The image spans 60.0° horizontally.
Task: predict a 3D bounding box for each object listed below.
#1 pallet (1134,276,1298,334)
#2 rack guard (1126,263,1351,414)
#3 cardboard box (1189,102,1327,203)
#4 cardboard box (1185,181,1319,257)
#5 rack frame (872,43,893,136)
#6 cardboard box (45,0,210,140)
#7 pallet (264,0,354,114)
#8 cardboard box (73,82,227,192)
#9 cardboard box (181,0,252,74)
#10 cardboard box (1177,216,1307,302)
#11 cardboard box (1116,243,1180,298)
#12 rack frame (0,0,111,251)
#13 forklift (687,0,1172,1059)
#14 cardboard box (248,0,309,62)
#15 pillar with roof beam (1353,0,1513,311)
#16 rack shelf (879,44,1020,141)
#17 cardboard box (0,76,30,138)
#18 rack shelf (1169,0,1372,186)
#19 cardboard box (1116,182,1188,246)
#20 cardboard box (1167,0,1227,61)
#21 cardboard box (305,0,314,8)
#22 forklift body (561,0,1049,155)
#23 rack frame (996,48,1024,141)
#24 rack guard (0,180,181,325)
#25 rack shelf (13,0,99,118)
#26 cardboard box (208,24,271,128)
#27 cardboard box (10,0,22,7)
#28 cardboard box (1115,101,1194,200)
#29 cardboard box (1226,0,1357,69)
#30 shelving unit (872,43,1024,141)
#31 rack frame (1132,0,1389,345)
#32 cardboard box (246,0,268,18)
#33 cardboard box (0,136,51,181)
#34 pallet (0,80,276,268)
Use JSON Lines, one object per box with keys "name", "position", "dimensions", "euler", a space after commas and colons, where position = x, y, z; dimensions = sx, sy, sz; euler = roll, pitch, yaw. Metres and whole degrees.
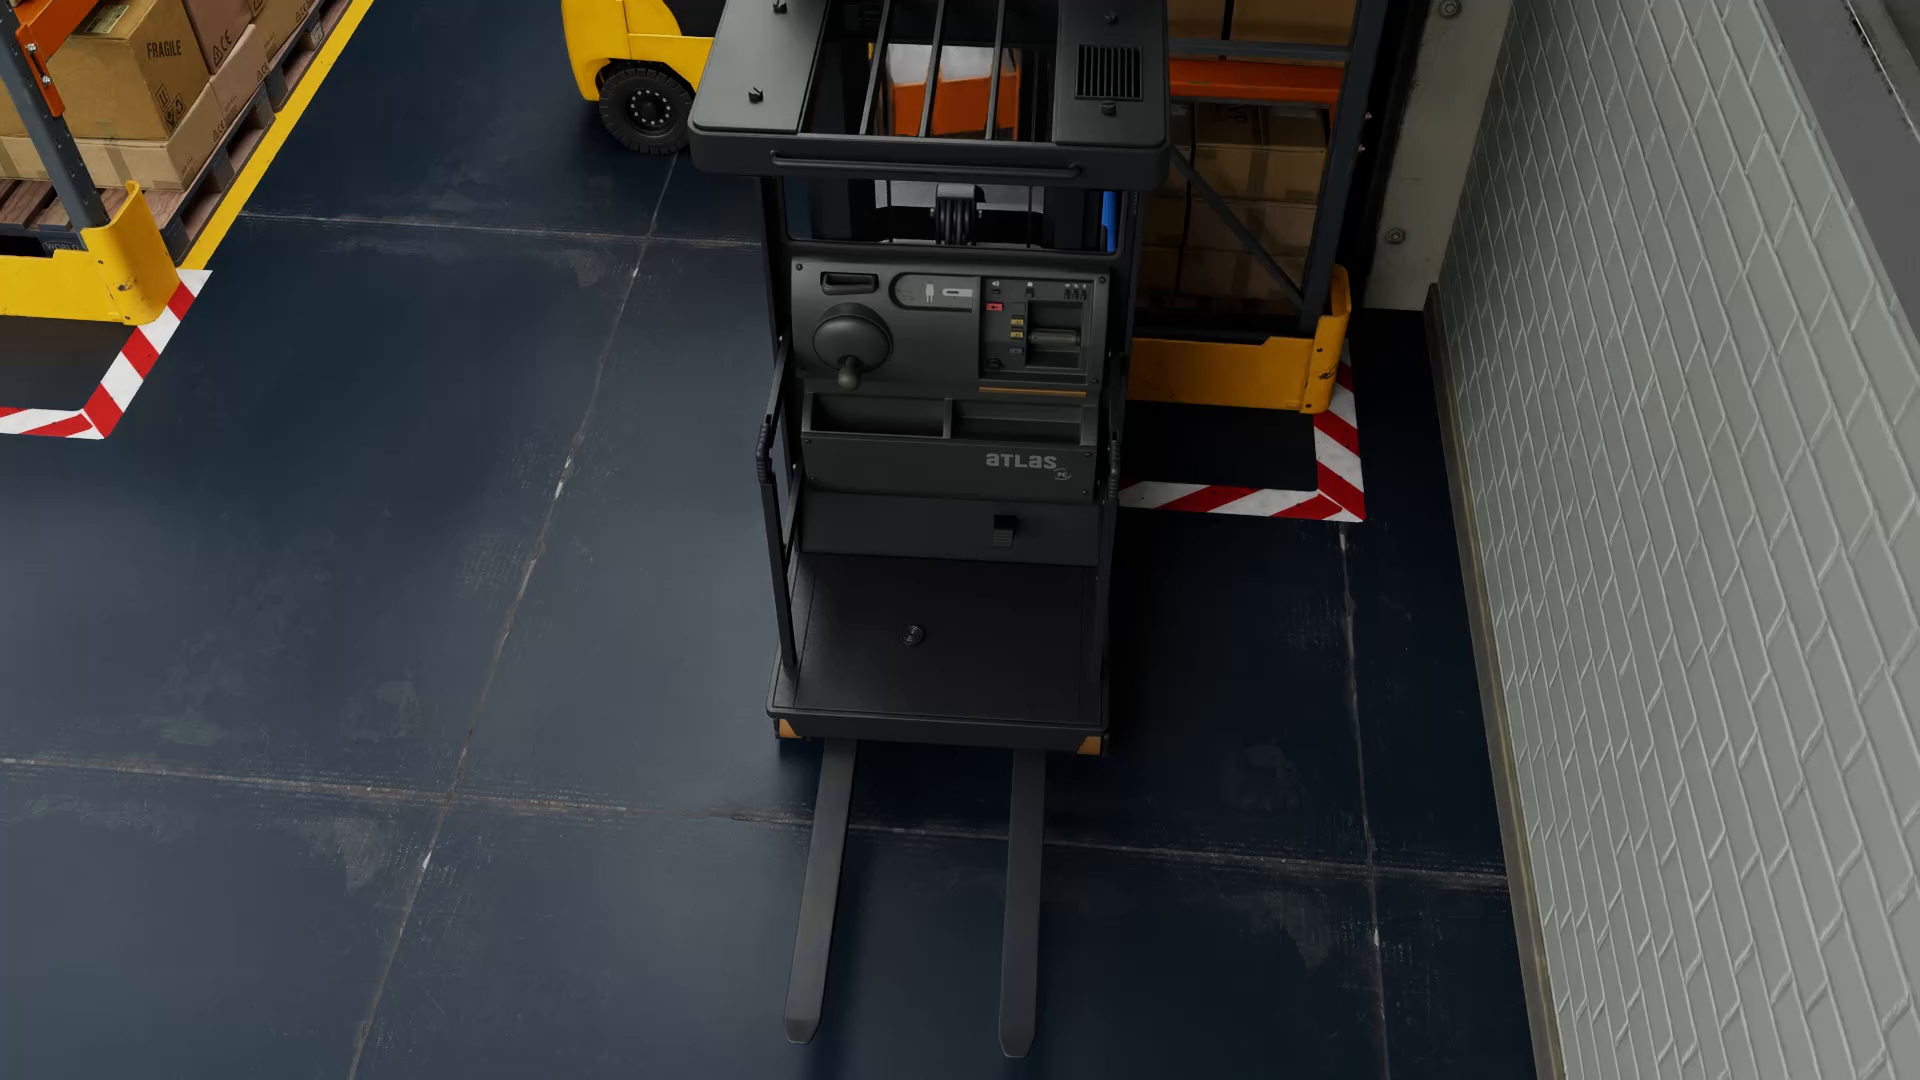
{"name": "pallet", "position": [0.960, -1.326, 7.319], "dimensions": [1.003, 0.211, 1.213], "euler": [4, 48, 4]}
{"name": "rack guard", "position": [0.930, -0.841, 6.680], "dimensions": [1.175, 0.500, 0.348], "euler": [4, 48, 4]}
{"name": "cardboard box", "position": [1.164, -1.594, 6.576], "dimensions": [0.500, 0.250, 0.500], "euler": [3, 48, 3]}
{"name": "cardboard box", "position": [1.182, -1.416, 6.752], "dimensions": [0.500, 0.250, 0.500], "euler": [5, 48, 4]}
{"name": "rack frame", "position": [-0.292, -1.653, 6.337], "dimensions": [0.015, 2.100, 0.400], "euler": [-8, 48, -7]}
{"name": "cardboard box", "position": [-3.661, -2.091, 7.201], "dimensions": [0.500, 0.500, 0.500], "euler": [2, 48, 2]}
{"name": "pallet", "position": [-3.782, -2.636, 8.518], "dimensions": [1.003, 0.211, 1.213], "euler": [4, 48, 4]}
{"name": "cardboard box", "position": [-3.663, -1.821, 7.461], "dimensions": [0.500, 0.250, 0.500], "euler": [4, 48, 3]}
{"name": "cardboard box", "position": [-3.618, -2.476, 7.552], "dimensions": [0.500, 0.500, 0.500], "euler": [2, 48, 2]}
{"name": "cardboard box", "position": [1.171, -1.263, 6.952], "dimensions": [0.500, 0.250, 0.500], "euler": [4, 48, 4]}
{"name": "cardboard box", "position": [0.660, -1.282, 6.969], "dimensions": [0.500, 0.250, 0.500], "euler": [4, 48, 4]}
{"name": "rack frame", "position": [-4.011, -2.033, 6.077], "dimensions": [1.000, 3.000, 0.127], "euler": [4, 48, 4]}
{"name": "forklift", "position": [-0.043, -0.528, 4.747], "dimensions": [1.130, 2.935, 3.031], "euler": [3, 48, 3]}
{"name": "cardboard box", "position": [-3.571, -2.597, 8.172], "dimensions": [0.500, 0.250, 0.500], "euler": [7, 48, 6]}
{"name": "pillar with roof beam", "position": [-2.394, -4.467, 4.237], "dimensions": [9.100, 9.000, 0.400], "euler": [4, 48, 4]}
{"name": "rack shelf", "position": [-0.052, -1.676, 6.377], "dimensions": [0.480, 0.518, 0.431], "euler": [-8, 48, -7]}
{"name": "cardboard box", "position": [-4.198, -2.106, 7.214], "dimensions": [0.500, 0.500, 0.500], "euler": [4, 48, 4]}
{"name": "rack shelf", "position": [1.114, -2.929, 7.383], "dimensions": [1.077, 0.370, 4.000], "euler": [4, 48, 4]}
{"name": "cardboard box", "position": [0.665, -1.463, 6.795], "dimensions": [0.500, 0.250, 0.500], "euler": [3, 48, 3]}
{"name": "cardboard box", "position": [0.715, -2.115, 6.084], "dimensions": [0.500, 0.500, 0.500], "euler": [3, 48, 3]}
{"name": "cardboard box", "position": [-3.523, -2.968, 8.511], "dimensions": [0.500, 0.250, 0.500], "euler": [5, 48, 4]}
{"name": "forklift body", "position": [-0.712, -2.932, 7.474], "dimensions": [2.313, 2.155, 1.214], "euler": [4, 48, 4]}
{"name": "rack frame", "position": [0.188, -1.718, 6.397], "dimensions": [0.015, 2.100, 0.400], "euler": [-8, 48, -7]}
{"name": "rack guard", "position": [-4.005, -1.245, 7.050], "dimensions": [1.175, 0.500, 0.348], "euler": [4, 48, 4]}
{"name": "rack shelf", "position": [-3.829, -3.260, 7.686], "dimensions": [1.077, 0.370, 4.000], "euler": [4, 48, 4]}
{"name": "cardboard box", "position": [-3.608, -2.195, 7.804], "dimensions": [0.500, 0.250, 0.500], "euler": [5, 48, 5]}
{"name": "cardboard box", "position": [-3.774, -2.184, 6.385], "dimensions": [0.380, 0.149, 0.250], "euler": [4, 48, 4]}
{"name": "cardboard box", "position": [0.663, -1.612, 6.593], "dimensions": [0.500, 0.250, 0.500], "euler": [5, 48, 5]}
{"name": "cardboard box", "position": [1.254, -2.081, 6.053], "dimensions": [0.500, 0.500, 0.500], "euler": [5, 48, 5]}
{"name": "shelving unit", "position": [-0.052, -1.686, 6.367], "dimensions": [0.503, 2.100, 0.431], "euler": [-8, 48, -7]}
{"name": "rack frame", "position": [0.932, -1.702, 5.774], "dimensions": [1.000, 3.000, 0.127], "euler": [4, 48, 4]}
{"name": "cardboard box", "position": [-3.564, -2.844, 7.889], "dimensions": [0.500, 0.500, 0.500], "euler": [5, 48, 4]}
{"name": "cardboard box", "position": [-4.204, -1.876, 7.512], "dimensions": [0.500, 0.250, 0.500], "euler": [4, 48, 3]}
{"name": "pallet", "position": [-3.895, -1.742, 7.700], "dimensions": [1.003, 0.211, 1.213], "euler": [4, 48, 4]}
